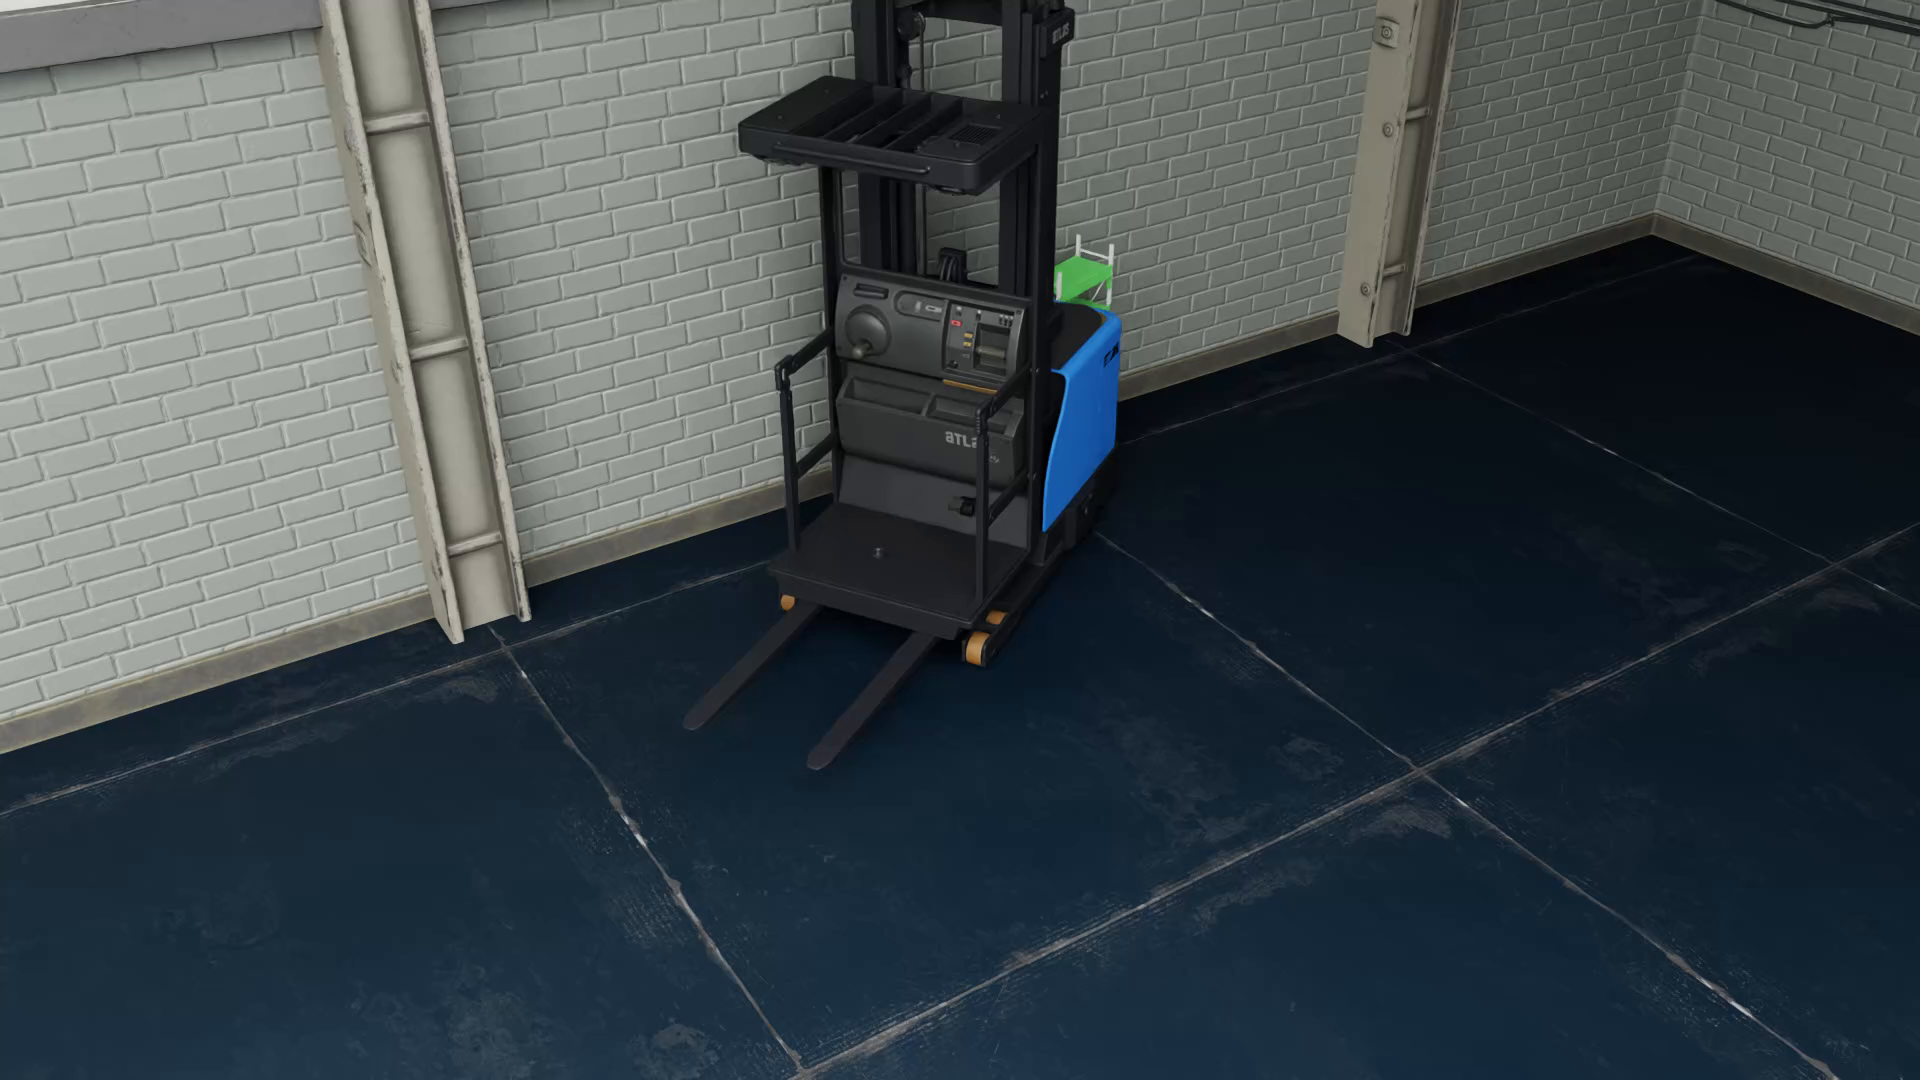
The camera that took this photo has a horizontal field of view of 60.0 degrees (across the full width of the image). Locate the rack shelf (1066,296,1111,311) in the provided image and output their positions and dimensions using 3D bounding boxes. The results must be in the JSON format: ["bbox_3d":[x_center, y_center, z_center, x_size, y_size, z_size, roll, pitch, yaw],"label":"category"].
[{"bbox_3d":[0.589,-1.186,9.175,0.258,0.148,0.480,23,39,32],"label":"rack shelf"}]

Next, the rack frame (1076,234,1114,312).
[{"bbox_3d":[0.741,-1.138,9.430,0.240,1.200,0.015,23,39,32],"label":"rack frame"}]

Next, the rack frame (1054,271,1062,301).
[{"bbox_3d":[0.437,-0.935,9.107,0.240,1.200,0.015,23,39,32],"label":"rack frame"}]

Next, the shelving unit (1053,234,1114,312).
[{"bbox_3d":[0.589,-1.037,9.269,0.258,1.200,0.503,23,39,32],"label":"shelving unit"}]

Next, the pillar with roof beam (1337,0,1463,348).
[{"bbox_3d":[5.034,-3.236,5.445,0.400,9.000,9.100,-19,37,-27],"label":"pillar with roof beam"}]

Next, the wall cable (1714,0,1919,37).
[{"bbox_3d":[5.895,-4.112,9.744,0.112,2.526,3.097,-19,37,-27],"label":"wall cable"}]

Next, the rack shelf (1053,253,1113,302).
[{"bbox_3d":[0.589,-1.389,9.047,0.258,0.148,0.480,23,39,32],"label":"rack shelf"}]

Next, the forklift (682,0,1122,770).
[{"bbox_3d":[-0.235,-0.913,7.449,1.130,2.935,3.031,14,35,21],"label":"forklift"}]

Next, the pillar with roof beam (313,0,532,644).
[{"bbox_3d":[-0.009,-1.501,2.696,0.400,9.000,9.100,-19,37,-27],"label":"pillar with roof beam"}]
